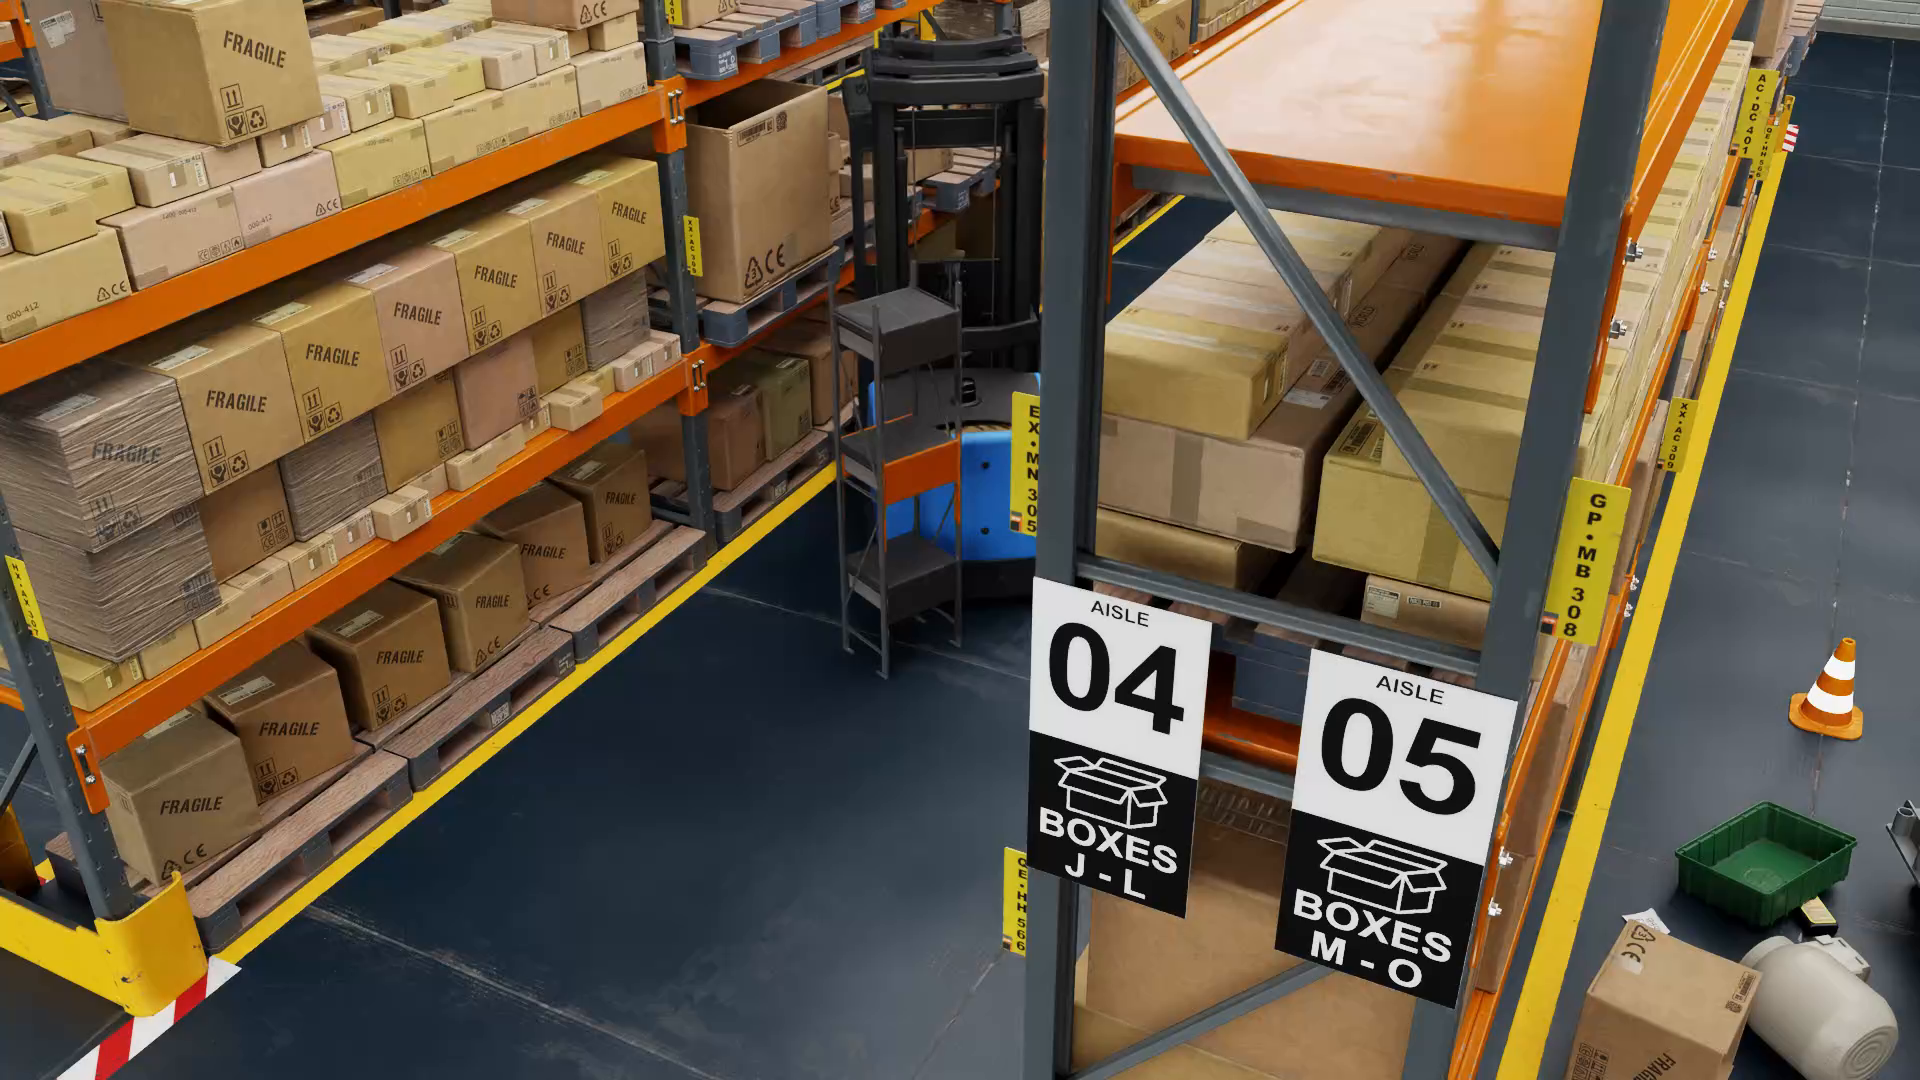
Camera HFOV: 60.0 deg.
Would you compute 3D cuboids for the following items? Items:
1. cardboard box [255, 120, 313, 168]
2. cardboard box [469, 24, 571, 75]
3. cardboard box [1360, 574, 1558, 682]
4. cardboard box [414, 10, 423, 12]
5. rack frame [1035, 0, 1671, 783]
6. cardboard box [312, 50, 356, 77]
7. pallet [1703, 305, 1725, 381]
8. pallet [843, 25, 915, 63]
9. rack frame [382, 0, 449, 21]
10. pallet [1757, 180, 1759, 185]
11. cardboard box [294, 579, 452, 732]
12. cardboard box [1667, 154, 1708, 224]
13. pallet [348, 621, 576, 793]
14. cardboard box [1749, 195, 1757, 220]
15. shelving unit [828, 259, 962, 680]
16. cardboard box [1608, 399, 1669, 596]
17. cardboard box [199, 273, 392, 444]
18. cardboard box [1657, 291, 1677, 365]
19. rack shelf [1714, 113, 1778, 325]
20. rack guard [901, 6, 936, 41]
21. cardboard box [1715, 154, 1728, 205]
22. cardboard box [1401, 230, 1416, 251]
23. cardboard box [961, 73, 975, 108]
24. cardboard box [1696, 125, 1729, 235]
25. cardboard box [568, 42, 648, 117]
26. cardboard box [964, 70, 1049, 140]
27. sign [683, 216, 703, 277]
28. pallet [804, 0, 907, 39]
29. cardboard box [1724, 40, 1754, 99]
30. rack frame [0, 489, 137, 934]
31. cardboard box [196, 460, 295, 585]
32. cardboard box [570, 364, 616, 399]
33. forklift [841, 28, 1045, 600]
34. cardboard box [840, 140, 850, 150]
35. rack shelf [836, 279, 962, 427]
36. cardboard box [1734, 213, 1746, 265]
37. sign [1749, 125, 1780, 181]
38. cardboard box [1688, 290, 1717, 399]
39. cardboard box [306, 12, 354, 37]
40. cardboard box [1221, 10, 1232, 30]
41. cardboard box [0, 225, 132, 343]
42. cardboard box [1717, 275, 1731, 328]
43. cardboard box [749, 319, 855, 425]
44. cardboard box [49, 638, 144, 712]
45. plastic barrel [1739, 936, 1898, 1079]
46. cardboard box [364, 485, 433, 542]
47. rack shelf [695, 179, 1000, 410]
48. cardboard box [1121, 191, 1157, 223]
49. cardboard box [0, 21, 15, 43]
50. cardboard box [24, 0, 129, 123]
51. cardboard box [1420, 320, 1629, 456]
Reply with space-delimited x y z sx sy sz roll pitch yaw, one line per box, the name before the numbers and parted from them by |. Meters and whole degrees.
cardboard box | -2.786 -1.590 6.535 0.380 0.149 0.250 13 32 21
cardboard box | -2.049 -2.286 7.748 0.380 0.149 0.250 13 32 21
cardboard box | 1.071 0.131 3.518 0.380 0.149 0.250 15 33 24
cardboard box | -6.966 -6.562 20.877 0.380 0.149 0.250 14 33 23
rack frame | 0.630 -0.974 2.700 1.000 3.000 0.127 14 33 23
cardboard box | -2.901 -2.064 7.360 0.380 0.149 0.250 14 33 22
pallet | 5.188 -1.595 12.605 1.003 0.211 1.213 14 33 23
pallet | -1.270 -6.193 20.613 1.003 0.211 1.213 14 33 23
rack frame | -4.505 -4.213 14.364 1.000 3.000 0.127 14 33 23
pallet | 7.482 -3.870 16.568 1.003 0.211 1.213 14 33 23
cardboard box | -2.897 0.540 8.176 0.500 0.500 0.500 18 34 28
cardboard box | 1.878 -1.001 4.689 0.380 0.149 0.250 15 33 24
pallet | -2.747 0.742 8.536 1.003 0.211 1.213 14 33 23
cardboard box | 6.546 -2.855 14.143 0.380 0.149 0.250 16 33 25
shelving unit | -0.312 -0.327 8.502 0.503 2.100 0.431 -21 36 -32
cardboard box | 2.106 -0.253 6.234 0.875 0.550 0.550 14 33 23
cardboard box | -2.786 -0.772 6.970 0.500 0.500 0.500 14 33 23
cardboard box | 1.876 -0.652 4.882 0.380 0.149 0.250 14 33 23
rack shelf | 5.185 -2.494 12.093 1.077 0.370 4.000 14 33 23
rack guard | -0.861 -6.689 21.186 1.175 0.500 0.348 14 33 23
cardboard box | 2.570 -1.329 6.061 0.380 0.149 0.250 14 33 23
cardboard box | 1.061 -0.925 4.557 0.380 0.149 0.250 14 33 23
cardboard box | -0.091 -3.407 12.861 0.500 0.500 0.500 15 33 25
cardboard box | 2.226 -1.235 5.497 0.500 0.250 0.500 14 33 23
cardboard box | -1.893 -2.290 8.155 0.500 0.250 0.500 16 33 25
cardboard box | 0.368 -3.286 12.650 0.500 0.500 0.500 15 33 25
sign | -1.431 -1.571 8.895 0.100 0.325 0.005 14 33 23
pallet | -1.072 -3.245 9.856 1.213 0.211 1.003 14 33 23
cardboard box | 2.569 -1.674 5.861 0.380 0.149 0.250 14 33 23
rack frame | -3.740 0.458 6.232 1.000 3.000 0.127 14 33 23
cardboard box | -3.344 -0.201 6.980 0.875 0.500 0.500 14 33 23
cardboard box | -2.044 -0.839 8.741 0.380 0.149 0.250 14 33 23
forklift | -0.105 -1.629 9.935 1.130 2.935 3.031 -4 30 -6
cardboard box | -1.064 -2.515 11.137 0.500 0.250 0.500 13 32 22
rack shelf | -0.312 -0.923 8.160 0.480 0.518 0.431 -21 36 -32
cardboard box | 5.508 -2.266 12.309 0.500 0.250 0.500 13 32 21
sign | 4.770 -2.297 9.865 0.100 0.325 0.005 14 33 23
cardboard box | 3.622 -1.031 8.724 0.500 0.500 0.500 15 33 24
cardboard box | -7.293 -5.717 19.052 0.500 0.500 0.500 14 33 23
cardboard box | 2.397 -5.042 16.061 0.380 0.149 0.250 15 33 25
cardboard box | -3.290 -0.933 5.792 0.500 0.250 0.500 15 33 25
cardboard box | 5.512 -1.951 12.515 0.500 0.500 0.500 14 33 22
cardboard box | -1.130 -1.145 11.091 0.700 0.500 0.500 11 32 19
cardboard box | -3.398 0.494 6.420 0.380 0.149 0.250 14 33 23
plastic barrel | 3.301 1.822 6.442 0.421 0.421 0.512 -12 32 -20
cardboard box | -2.628 -0.149 7.540 0.380 0.149 0.250 14 33 23
rack shelf | -1.006 -1.890 11.043 1.077 0.370 4.000 14 33 23
cardboard box | 1.047 -3.438 14.728 1.225 0.875 0.875 13 32 22
cardboard box | -9.076 -4.768 15.583 0.380 0.149 0.250 14 33 23
cardboard box | -3.259 -1.977 6.558 0.500 0.500 0.500 14 33 23
cardboard box | 1.180 -0.322 3.507 0.380 0.149 0.250 14 33 24
